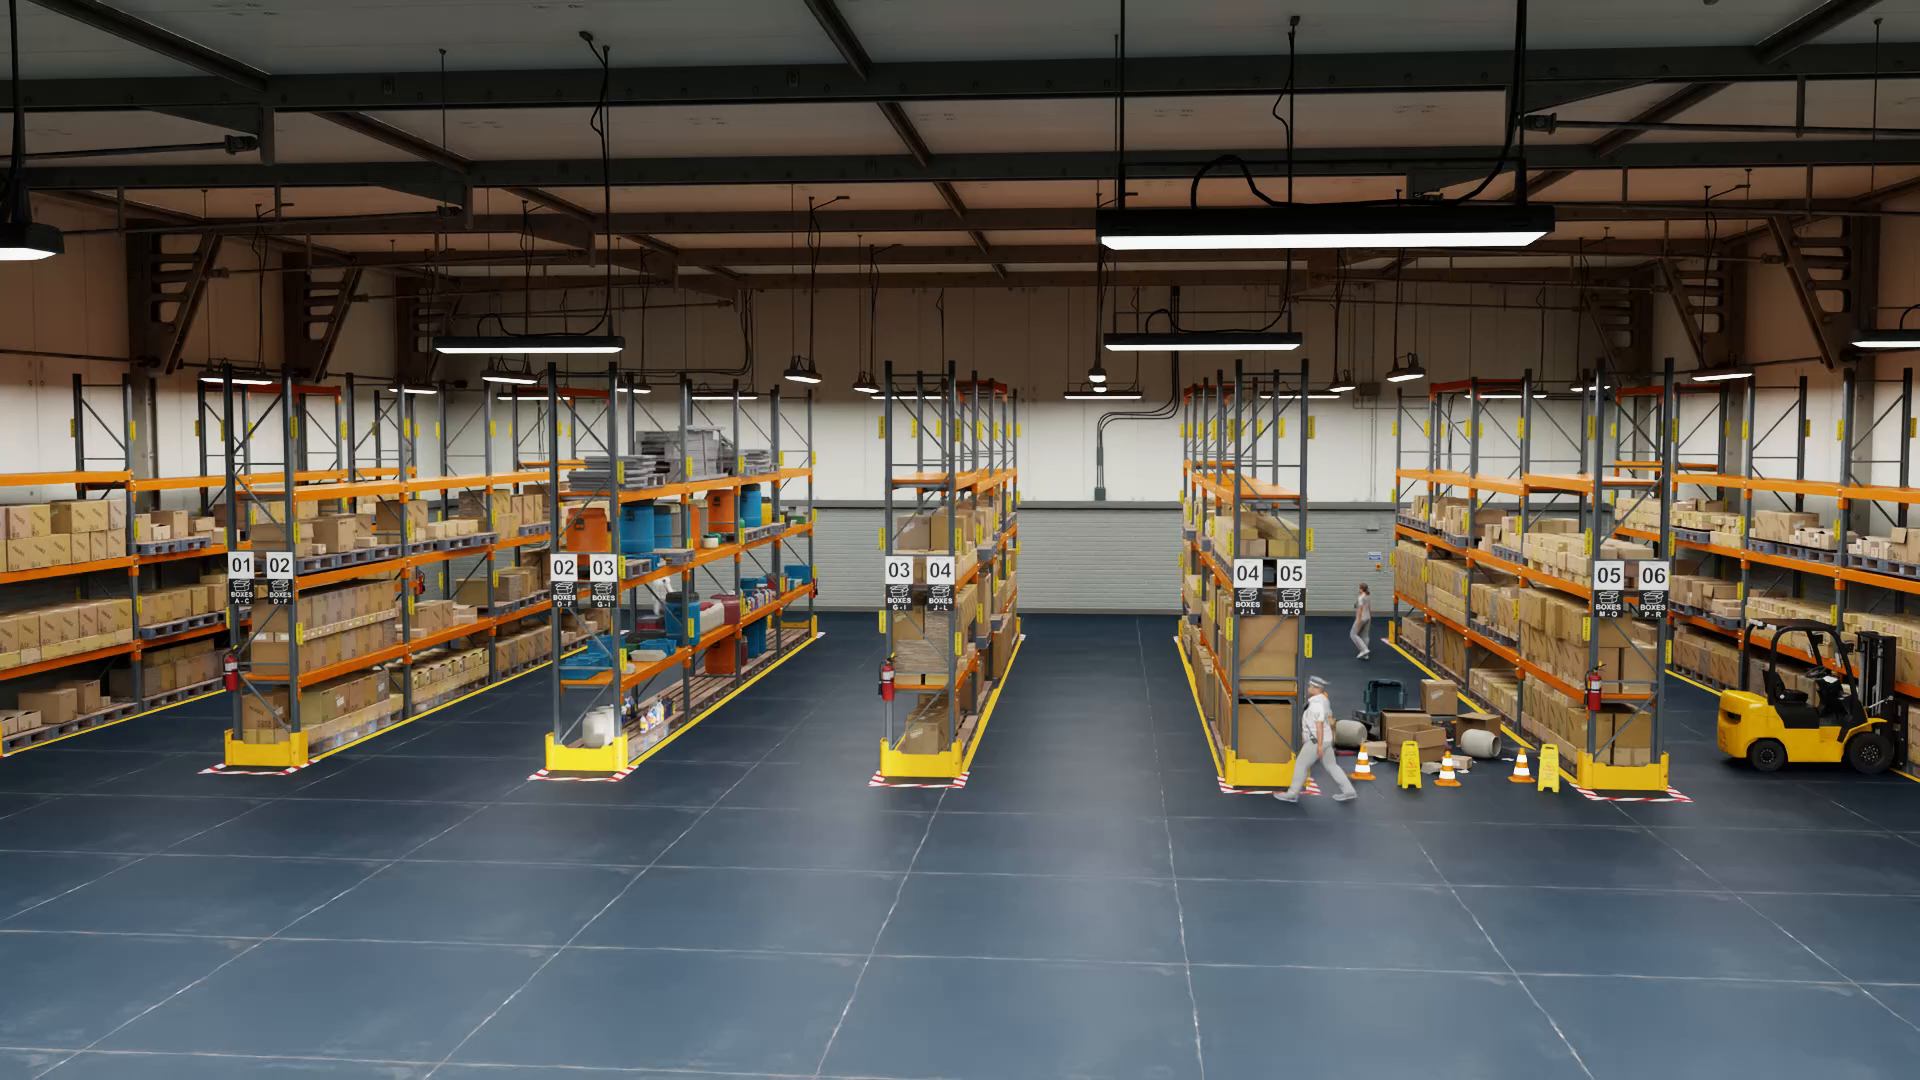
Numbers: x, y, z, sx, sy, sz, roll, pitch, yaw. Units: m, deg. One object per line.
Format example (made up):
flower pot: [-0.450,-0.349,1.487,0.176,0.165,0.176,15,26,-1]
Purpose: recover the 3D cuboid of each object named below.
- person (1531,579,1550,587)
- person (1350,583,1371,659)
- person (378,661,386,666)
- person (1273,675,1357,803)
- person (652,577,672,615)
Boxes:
person: [14.283,1.536,40.921,1.112,1.539,0.572,0,4,-6]
person: [8.840,1.773,36.416,0.460,1.670,0.485,4,5,44]
person: [-11.373,2.048,32.254,0.552,1.627,1.021,0,4,3]
person: [4.770,2.668,22.277,1.086,1.718,0.545,1,4,21]
person: [-7.430,1.440,41.523,0.493,1.632,0.872,0,4,2]
